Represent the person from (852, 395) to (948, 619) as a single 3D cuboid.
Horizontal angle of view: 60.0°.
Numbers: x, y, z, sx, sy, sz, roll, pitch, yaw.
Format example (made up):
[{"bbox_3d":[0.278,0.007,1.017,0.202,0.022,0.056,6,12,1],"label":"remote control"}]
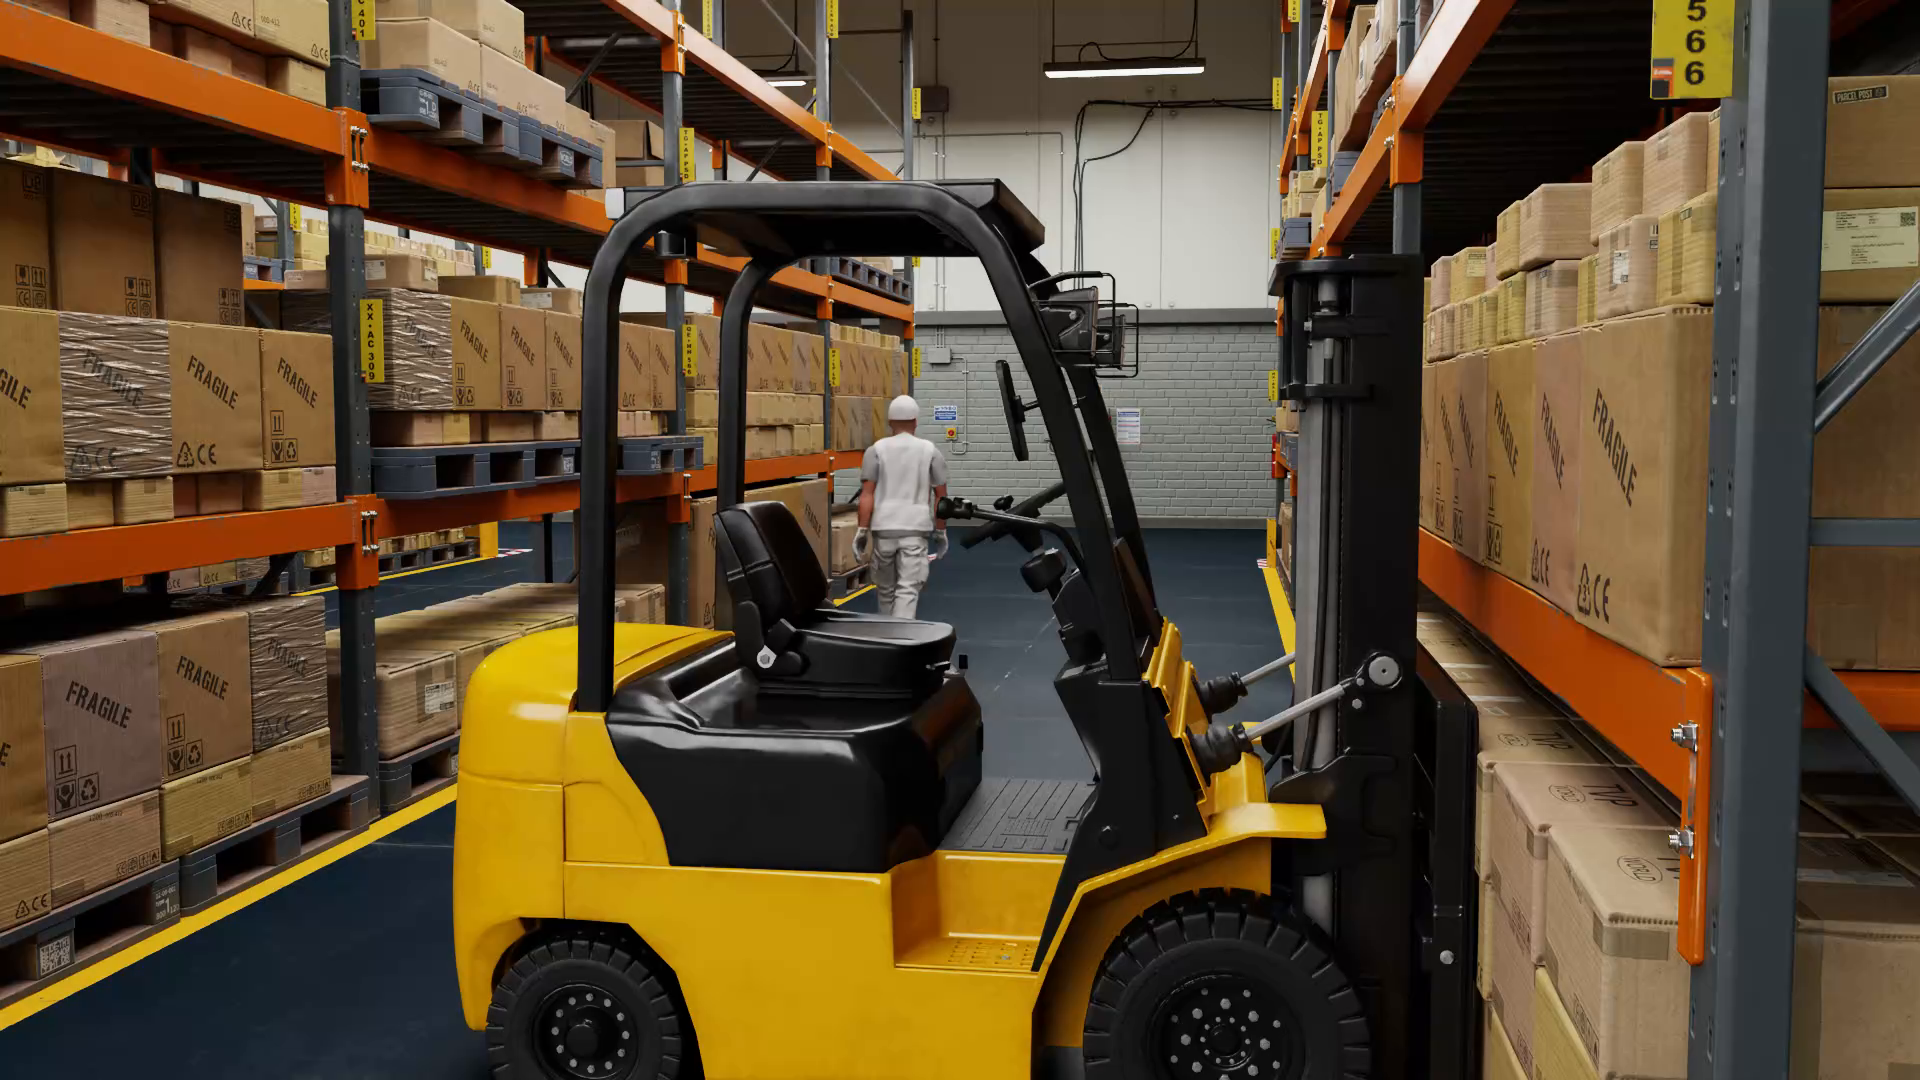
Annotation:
[{"bbox_3d":[-0.357,-0.049,10.458,0.579,1.721,1.001,0,4,5],"label":"person"}]
